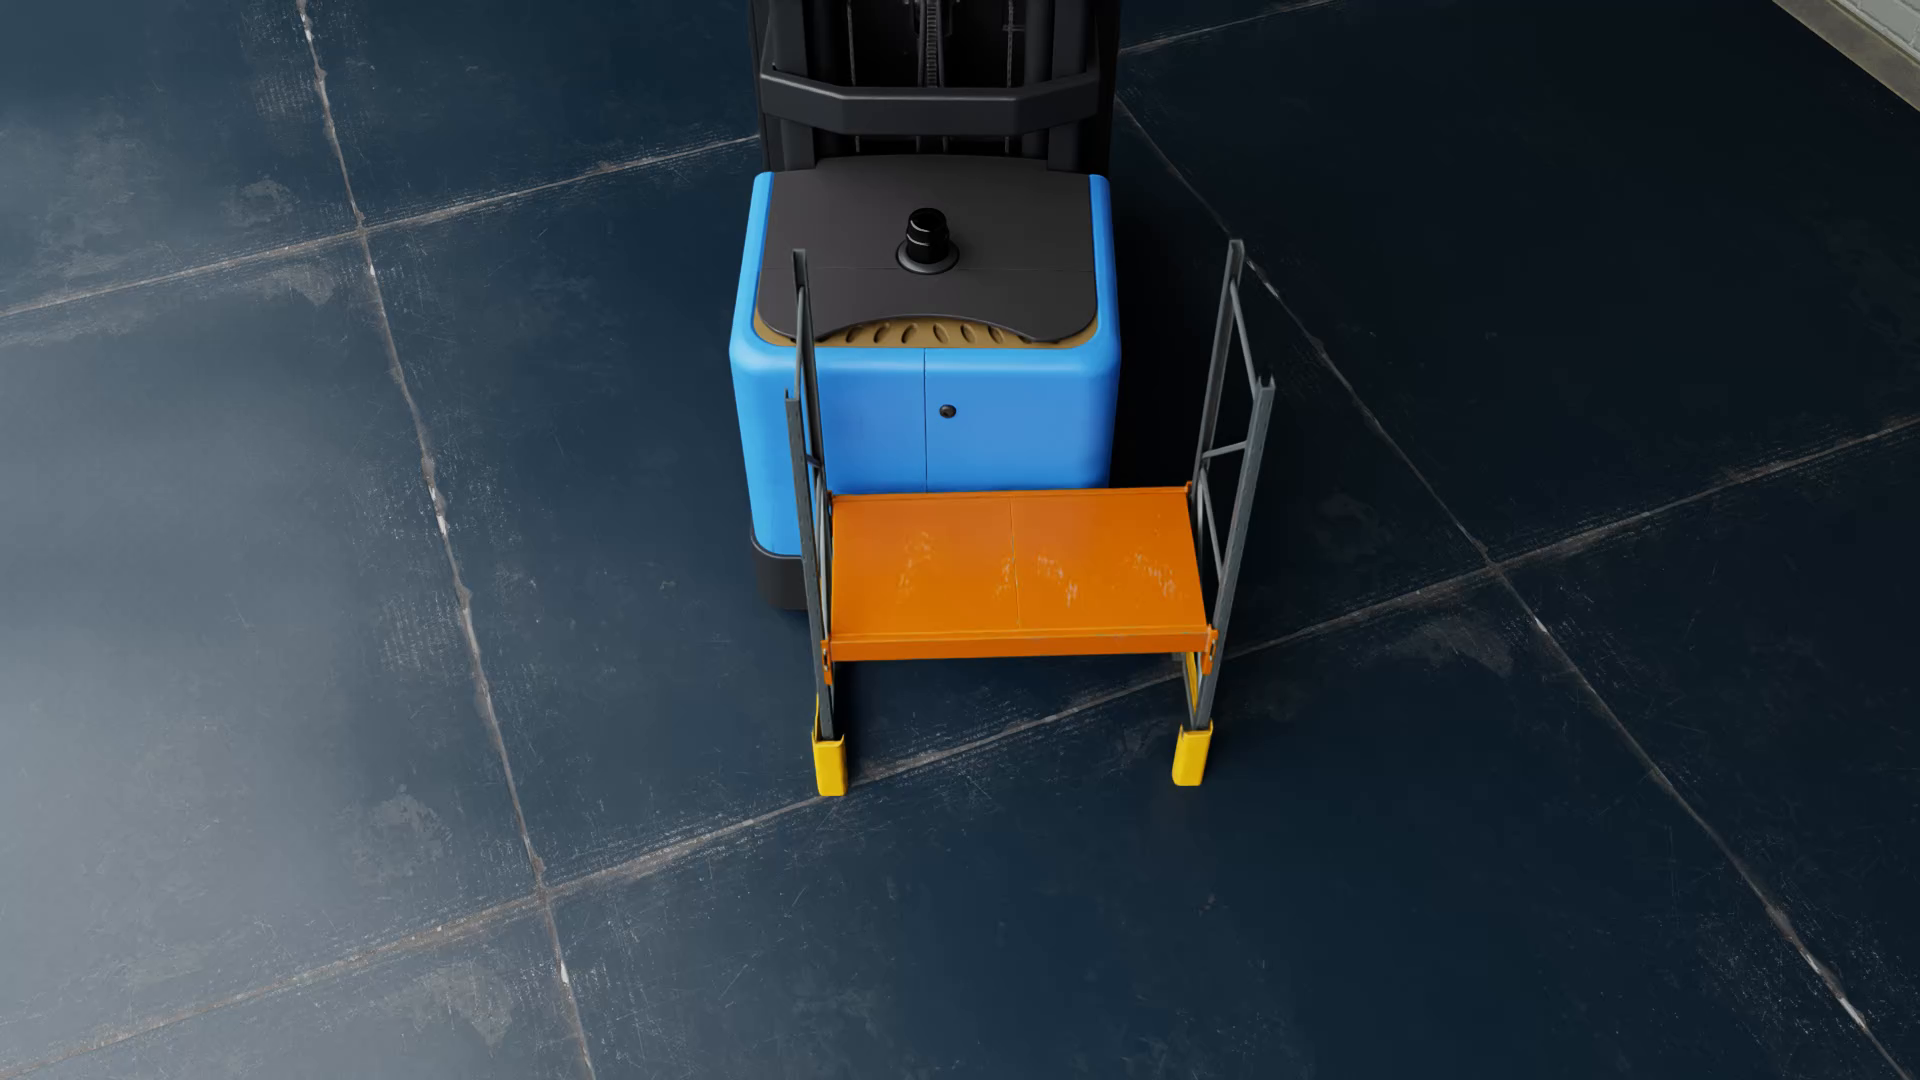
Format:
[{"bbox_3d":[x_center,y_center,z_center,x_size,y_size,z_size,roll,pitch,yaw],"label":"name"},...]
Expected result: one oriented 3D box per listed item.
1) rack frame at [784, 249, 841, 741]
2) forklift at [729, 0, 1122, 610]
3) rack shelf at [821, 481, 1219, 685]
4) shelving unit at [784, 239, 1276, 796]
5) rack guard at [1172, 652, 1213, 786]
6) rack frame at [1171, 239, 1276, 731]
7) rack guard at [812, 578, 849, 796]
[{"bbox_3d":[-0.365,0.003,4.259,0.032,1.500,0.500,-1,49,-1],"label":"rack frame"},{"bbox_3d":[-0.073,-1.844,4.902,1.130,2.935,3.031,1,49,0],"label":"forklift"},{"bbox_3d":[0.143,0.108,4.406,1.000,0.185,0.538,-1,49,-1],"label":"rack shelf"},{"bbox_3d":[0.134,-0.009,4.269,1.083,1.500,0.587,-1,49,-1],"label":"shelving unit"},{"bbox_3d":[0.632,0.386,4.754,0.087,0.250,0.587,-1,49,-1],"label":"rack guard"},{"bbox_3d":[0.651,-0.022,4.280,0.032,1.500,0.500,-1,49,-1],"label":"rack frame"},{"bbox_3d":[-0.364,0.410,4.733,0.087,0.250,0.587,-1,49,-1],"label":"rack guard"}]
